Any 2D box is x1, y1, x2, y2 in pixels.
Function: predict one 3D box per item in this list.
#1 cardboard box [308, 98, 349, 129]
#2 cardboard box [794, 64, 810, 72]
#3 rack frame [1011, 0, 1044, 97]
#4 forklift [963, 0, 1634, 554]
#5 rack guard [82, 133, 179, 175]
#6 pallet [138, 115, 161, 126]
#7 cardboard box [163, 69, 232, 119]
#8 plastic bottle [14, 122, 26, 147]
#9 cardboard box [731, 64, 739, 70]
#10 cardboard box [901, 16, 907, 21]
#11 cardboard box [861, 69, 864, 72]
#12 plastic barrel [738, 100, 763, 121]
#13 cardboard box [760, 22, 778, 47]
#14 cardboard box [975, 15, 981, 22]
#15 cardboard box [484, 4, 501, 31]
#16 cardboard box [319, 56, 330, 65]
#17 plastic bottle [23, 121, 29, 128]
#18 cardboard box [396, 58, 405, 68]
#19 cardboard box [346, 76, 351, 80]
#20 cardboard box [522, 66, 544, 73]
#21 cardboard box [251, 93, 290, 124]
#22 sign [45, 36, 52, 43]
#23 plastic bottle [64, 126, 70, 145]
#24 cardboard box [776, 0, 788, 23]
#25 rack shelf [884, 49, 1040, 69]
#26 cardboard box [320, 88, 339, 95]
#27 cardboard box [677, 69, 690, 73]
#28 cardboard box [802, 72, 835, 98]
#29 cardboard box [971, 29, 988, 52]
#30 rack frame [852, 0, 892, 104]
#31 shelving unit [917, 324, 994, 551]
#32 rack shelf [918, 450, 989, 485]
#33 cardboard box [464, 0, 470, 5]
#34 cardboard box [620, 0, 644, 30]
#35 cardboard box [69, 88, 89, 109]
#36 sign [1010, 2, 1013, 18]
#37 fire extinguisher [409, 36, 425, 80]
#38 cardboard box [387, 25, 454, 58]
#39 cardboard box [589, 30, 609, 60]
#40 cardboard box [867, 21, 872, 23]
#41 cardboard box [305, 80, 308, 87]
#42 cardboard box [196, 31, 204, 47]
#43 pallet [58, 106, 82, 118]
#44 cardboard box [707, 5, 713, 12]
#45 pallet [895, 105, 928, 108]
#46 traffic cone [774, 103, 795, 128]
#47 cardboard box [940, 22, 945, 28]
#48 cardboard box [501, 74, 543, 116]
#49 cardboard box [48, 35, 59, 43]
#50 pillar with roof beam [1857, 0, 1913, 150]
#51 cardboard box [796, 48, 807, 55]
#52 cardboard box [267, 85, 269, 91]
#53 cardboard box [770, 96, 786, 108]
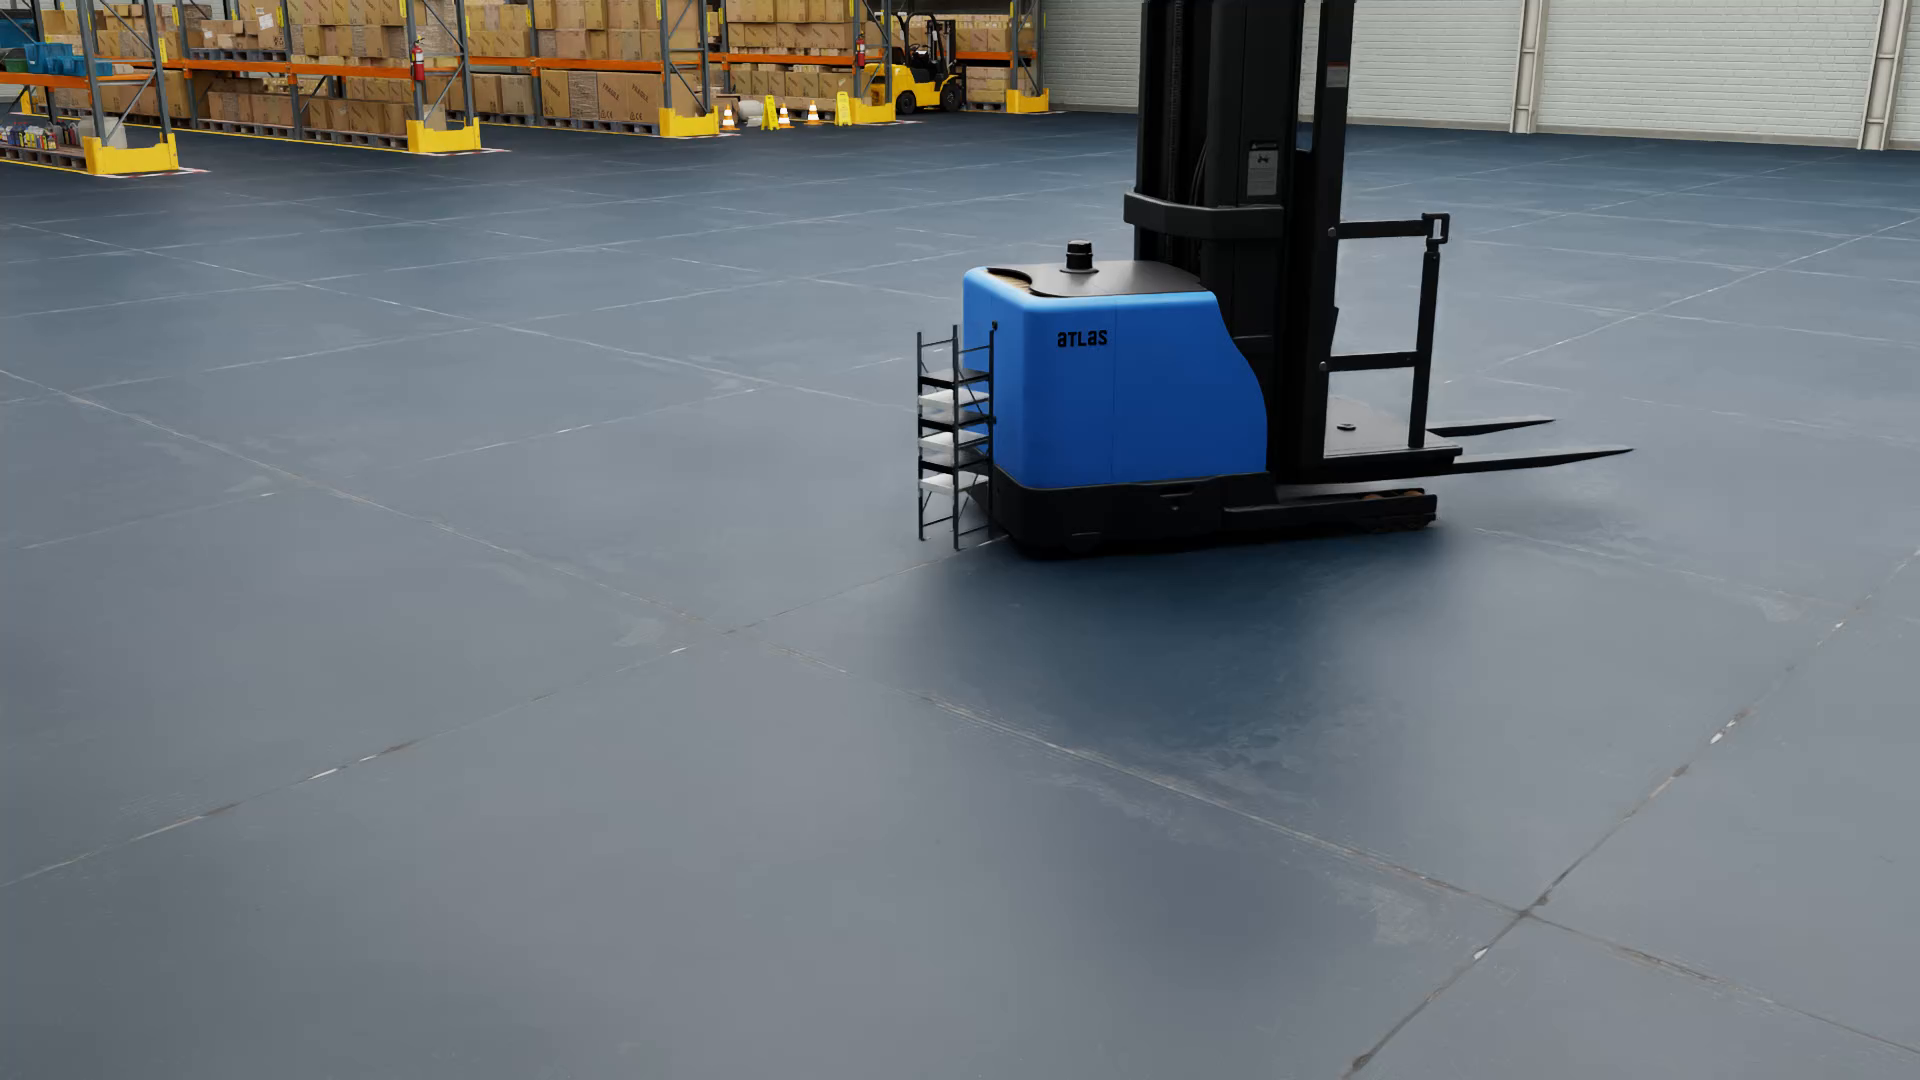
[{"bbox_3d":[-11.073,-7.506,29.243,0.500,0.500,0.500,14,22,38],"label":"cardboard box"},{"bbox_3d":[-3.250,-9.847,34.720,0.250,0.149,0.380,16,24,42],"label":"cardboard box"},{"bbox_3d":[1.516,-11.150,37.285,0.127,3.000,1.000,15,23,39],"label":"rack frame"},{"bbox_3d":[1.577,-1.575,7.228,3.031,2.935,1.130,-5,18,-15],"label":"forklift"},{"bbox_3d":[-11.730,-5.476,23.541,0.348,0.500,1.175,15,23,39],"label":"rack guard"},{"bbox_3d":[-15.786,-8.481,33.487,1.213,0.211,1.003,15,23,39],"label":"pallet"},{"bbox_3d":[-14.840,-8.721,32.450,0.875,0.875,1.225,14,22,37],"label":"cardboard box"},{"bbox_3d":[-14.164,-6.120,25.088,0.185,0.351,0.144,14,22,37],"label":"plastic bottle"},{"bbox_3d":[-5.752,-12.340,43.401,0.250,0.149,0.380,15,23,38],"label":"cardboard box"},{"bbox_3d":[-1.167,-12.292,39.156,0.250,0.149,0.380,15,23,40],"label":"cardboard box"},{"bbox_3d":[-1.874,-11.123,40.434,0.625,0.625,0.875,16,24,42],"label":"cardboard box"},{"bbox_3d":[-4.326,-8.870,34.362,0.512,0.421,0.421,-3,18,-8],"label":"plastic barrel"},{"bbox_3d":[-3.866,-10.668,35.110,0.500,0.500,0.500,15,23,39],"label":"cardboard box"},{"bbox_3d":[0.552,-11.828,37.694,0.250,0.149,0.380,15,23,40],"label":"cardboard box"},{"bbox_3d":[-9.117,-10.516,33.470,0.500,0.500,0.700,15,23,40],"label":"cardboard box"},{"bbox_3d":[-10.648,-8.151,28.253,0.250,0.149,0.380,15,23,39],"label":"cardboard box"},{"bbox_3d":[-14.210,-6.190,25.310,0.185,0.351,0.144,15,23,39],"label":"plastic bottle"},{"bbox_3d":[-8.891,-7.725,26.909,0.250,0.149,0.380,15,23,39],"label":"cardboard box"},{"bbox_3d":[-13.584,-10.453,37.289,0.500,0.250,0.500,14,22,37],"label":"cardboard box"},{"bbox_3d":[-10.235,-11.516,41.259,0.875,0.875,0.875,16,24,41],"label":"cardboard box"},{"bbox_3d":[-12.554,-7.946,30.595,0.500,0.500,0.700,13,22,35],"label":"cardboard box"},{"bbox_3d":[-14.260,-7.721,26.023,0.005,0.325,0.100,15,23,39],"label":"sign"},{"bbox_3d":[-13.624,-6.186,25.407,0.133,0.283,0.061,15,23,39],"label":"plastic bottle"},{"bbox_3d":[-3.407,-11.059,34.690,0.500,0.500,0.700,15,23,39],"label":"cardboard box"},{"bbox_3d":[0.020,-11.208,38.660,4.000,0.370,1.077,15,23,39],"label":"rack shelf"},{"bbox_3d":[-14.408,-10.270,38.039,0.250,0.149,0.380,16,23,40],"label":"cardboard box"},{"bbox_3d":[-7.247,-12.420,44.726,0.500,0.500,0.500,16,24,42],"label":"cardboard box"},{"bbox_3d":[-2.941,-9.479,34.632,0.500,0.500,0.500,16,24,41],"label":"cardboard box"},{"bbox_3d":[0.591,-11.343,37.729,0.500,0.500,0.500,16,24,41],"label":"cardboard box"},{"bbox_3d":[-1.776,-10.026,33.745,0.127,3.000,1.000,15,23,39],"label":"rack frame"},{"bbox_3d":[-0.018,-0.430,6.978,0.210,0.900,0.258,15,23,40],"label":"shelving unit"},{"bbox_3d":[-0.018,-0.312,7.015,0.200,0.077,0.258,15,23,40],"label":"rack shelf"},{"bbox_3d":[-12.301,-13.576,42.039,0.250,0.149,0.380,15,23,39],"label":"cardboard box"},{"bbox_3d":[-5.711,-9.645,30.510,0.550,0.550,0.875,15,23,39],"label":"cardboard box"},{"bbox_3d":[-18.443,-9.712,35.574,0.875,0.875,0.875,15,23,39],"label":"cardboard box"},{"bbox_3d":[1.145,-11.695,36.696,0.005,0.325,0.100,15,23,39],"label":"sign"},{"bbox_3d":[-8.574,-7.620,26.290,0.183,0.674,0.296,15,23,39],"label":"fire extinguisher"},{"bbox_3d":[-8.747,-8.090,26.987,0.500,0.500,0.875,15,23,39],"label":"cardboard box"},{"bbox_3d":[-6.479,-9.365,31.414,0.500,0.550,0.875,15,23,39],"label":"cardboard box"},{"bbox_3d":[-2.084,-12.376,39.911,0.250,0.149,0.380,15,23,38],"label":"cardboard box"},{"bbox_3d":[-14.951,-10.593,38.567,0.250,0.149,0.380,16,24,41],"label":"cardboard box"},{"bbox_3d":[-14.521,-9.597,32.227,0.500,0.500,0.500,16,24,41],"label":"cardboard box"},{"bbox_3d":[-18.763,-9.279,36.002,1.213,0.211,1.003,15,23,39],"label":"pallet"},{"bbox_3d":[-5.766,-11.897,37.217,0.250,0.149,0.380,17,24,42],"label":"cardboard box"},{"bbox_3d":[-0.909,-10.455,39.705,1.213,0.211,1.003,15,23,39],"label":"pallet"},{"bbox_3d":[-3.437,-8.292,32.474,0.334,0.463,0.336,15,23,39],"label":"traffic cone"},{"bbox_3d":[-0.269,-11.871,38.321,0.250,0.149,0.380,14,23,38],"label":"cardboard box"},{"bbox_3d":[-8.502,-8.921,33.288,0.750,0.750,1.050,15,23,39],"label":"cardboard box"},{"bbox_3d":[-18.981,-10.601,35.313,0.500,0.250,0.500,14,23,38],"label":"cardboard box"},{"bbox_3d":[12.199,-9.765,23.004,0.400,9.000,9.100,15,23,39],"label":"pillar with roof beam"},{"bbox_3d":[-3.201,-10.174,34.626,0.250,0.149,0.380,15,23,39],"label":"cardboard box"},{"bbox_3d":[-16.323,-10.821,39.777,0.250,0.149,0.380,15,23,40],"label":"cardboard box"},{"bbox_3d":[-3.701,-9.329,35.398,0.500,0.250,0.500,15,23,39],"label":"cardboard box"}]
